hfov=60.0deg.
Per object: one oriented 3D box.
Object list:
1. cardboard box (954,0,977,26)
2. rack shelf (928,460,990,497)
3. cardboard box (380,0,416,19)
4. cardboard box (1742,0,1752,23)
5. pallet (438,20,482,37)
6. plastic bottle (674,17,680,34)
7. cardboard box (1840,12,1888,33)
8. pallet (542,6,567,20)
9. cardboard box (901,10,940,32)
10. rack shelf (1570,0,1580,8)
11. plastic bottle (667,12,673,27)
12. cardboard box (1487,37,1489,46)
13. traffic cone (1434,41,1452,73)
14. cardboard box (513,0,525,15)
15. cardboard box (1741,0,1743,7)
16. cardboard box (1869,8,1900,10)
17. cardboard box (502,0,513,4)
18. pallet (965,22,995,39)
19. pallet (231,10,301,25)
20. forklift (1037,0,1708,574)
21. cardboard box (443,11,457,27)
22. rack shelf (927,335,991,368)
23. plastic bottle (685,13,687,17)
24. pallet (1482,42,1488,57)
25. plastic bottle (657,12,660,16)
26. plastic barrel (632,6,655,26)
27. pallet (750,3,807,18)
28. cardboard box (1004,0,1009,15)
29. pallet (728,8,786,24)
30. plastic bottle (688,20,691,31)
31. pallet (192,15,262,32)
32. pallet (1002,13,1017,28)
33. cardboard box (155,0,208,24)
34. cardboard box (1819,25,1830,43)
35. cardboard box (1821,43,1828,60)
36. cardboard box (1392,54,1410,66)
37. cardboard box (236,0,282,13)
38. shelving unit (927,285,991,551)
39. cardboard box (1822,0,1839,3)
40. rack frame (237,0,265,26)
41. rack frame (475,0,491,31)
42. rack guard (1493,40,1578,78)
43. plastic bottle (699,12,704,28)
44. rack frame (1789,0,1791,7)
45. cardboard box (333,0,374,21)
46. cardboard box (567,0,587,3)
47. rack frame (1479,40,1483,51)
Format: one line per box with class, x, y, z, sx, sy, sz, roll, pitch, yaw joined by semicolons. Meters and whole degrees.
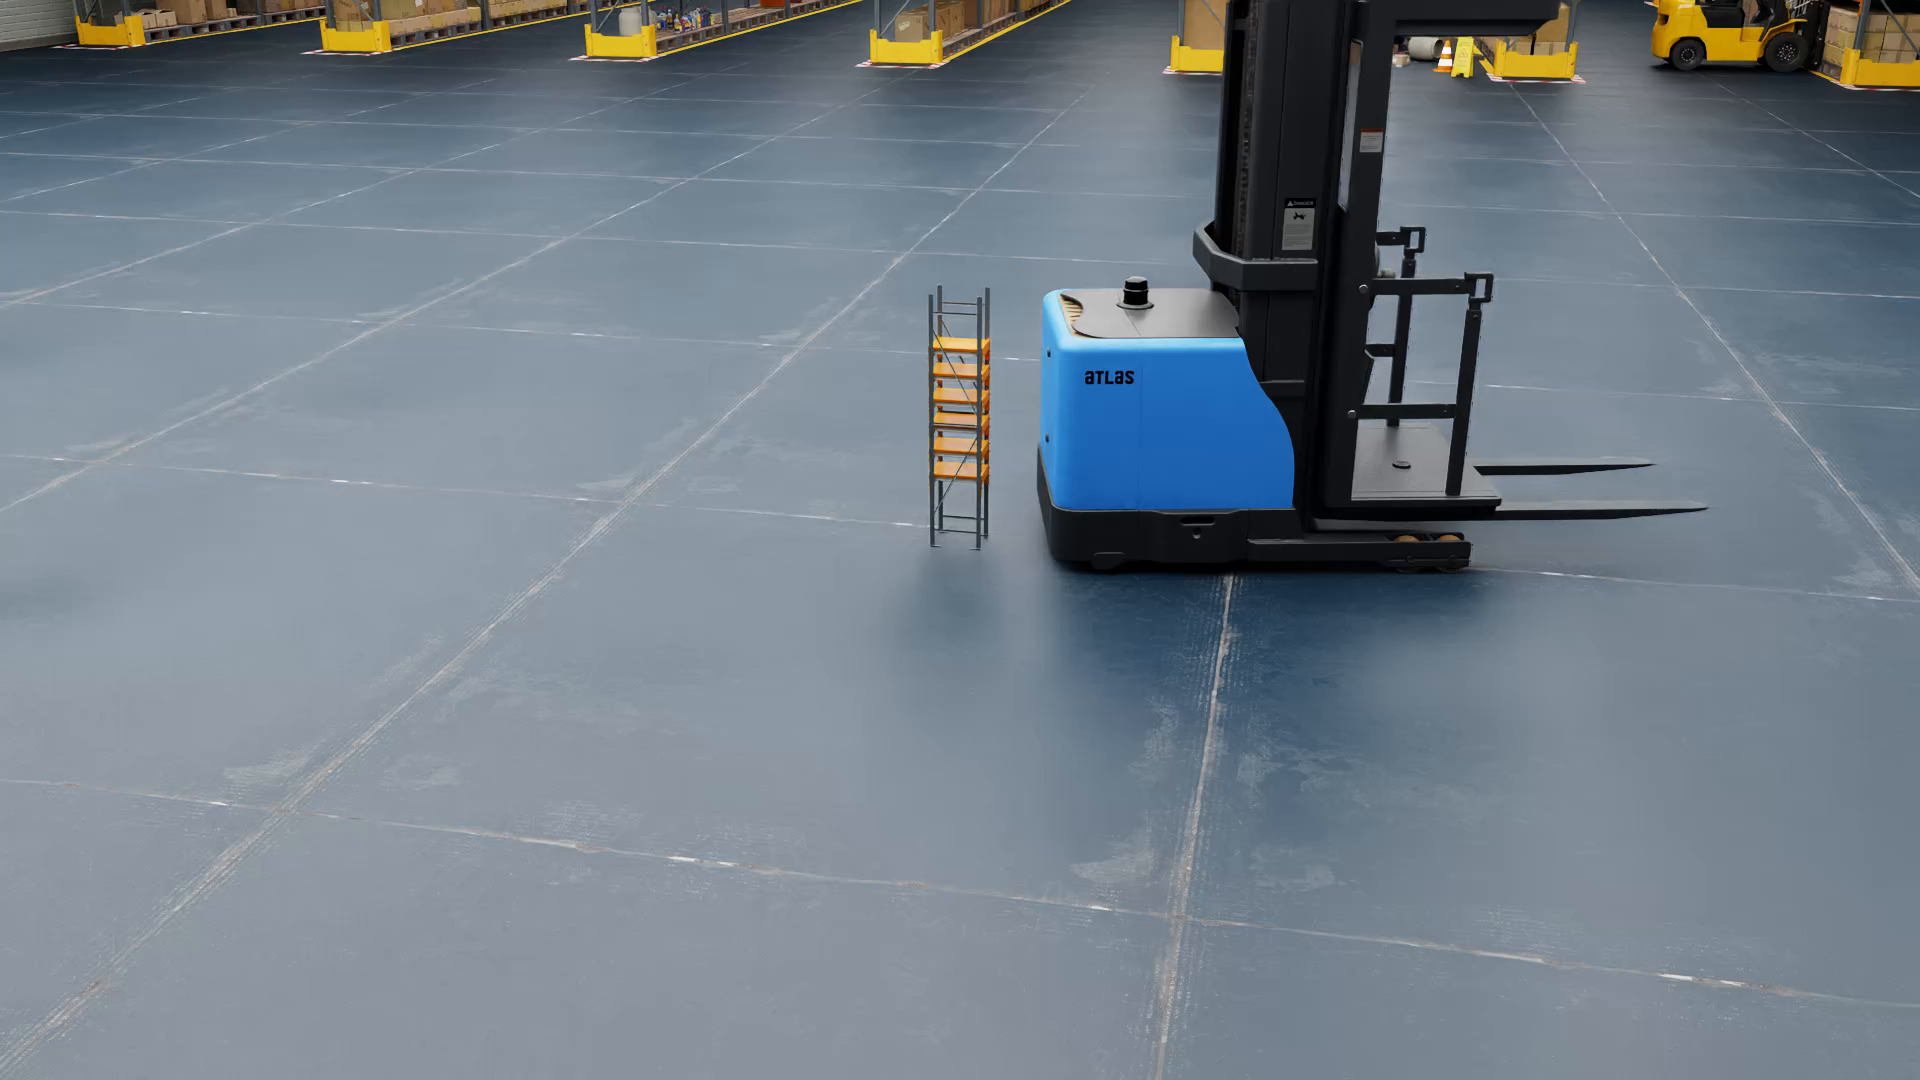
cardboard box;0.063;-9.995;31.413;0.700;0.500;0.500;3;22;7
rack shelf;-0.003;-0.287;7.723;0.258;0.103;0.180;4;22;11
cardboard box;-10.169;-9.650;29.915;0.500;0.500;0.500;4;22;11
cardboard box;15.154;-9.924;31.096;0.875;0.625;0.625;5;23;13
pallet;-9.984;-9.903;32.160;1.003;0.211;1.213;4;22;11
plastic bottle;-5.073;-9.220;29.795;0.097;0.271;0.097;0;22;0
cardboard box;13.451;-7.707;24.756;0.500;0.250;0.500;5;23;13
pallet;-9.170;-11.355;35.766;1.003;0.211;1.213;4;22;11
cardboard box;-0.667;-8.748;28.344;0.500;0.500;0.500;11;24;25
rack shelf;9.210;-8.907;26.917;1.077;0.370;4.000;4;22;11
plastic bottle;-5.414;-9.718;31.030;0.097;0.271;0.097;0;22;0
cardboard box;9.030;-8.306;27.580;0.500;0.250;0.500;4;22;10
traffic cone;7.627;-7.588;26.075;0.336;0.463;0.334;4;22;11
cardboard box;-9.247;-10.908;34.042;0.500;0.250;0.500;4;22;9
cardboard box;15.170;-10.264;32.108;0.500;0.500;0.500;5;22;12
cardboard box;14.156;-8.042;25.586;0.500;0.250;0.500;4;22;11
cardboard box;-9.345;-10.978;33.465;0.500;0.311;0.500;4;22;10
pallet;0.074;-9.719;31.703;1.003;0.211;1.213;4;22;11
pallet;-14.473;-10.852;34.515;1.003;0.211;1.213;4;22;11
forklift;1.910;-1.408;7.426;3.031;2.935;1.130;-1;22;-2
cardboard box;-9.860;-9.851;31.417;0.500;0.250;0.500;4;22;11
rack shelf;-0.003;-0.844;7.498;0.258;0.103;0.180;4;22;11
plastic bottle;-5.028;-9.552;30.603;0.061;0.283;0.133;4;22;11
pallet;9.516;-8.430;28.503;1.003;0.211;1.213;4;22;11
plastic bottle;-5.616;-9.659;30.869;0.061;0.283;0.133;5;23;13
plastic barrel;-5.586;-9.113;29.233;0.421;0.512;0.421;0;22;0
pallet;-3.996;-11.566;36.289;1.003;0.211;1.213;4;22;11
cardboard box;0.616;-10.988;33.879;0.700;0.500;0.500;3;22;8
pallet;-4.312;-10.994;34.869;1.003;0.211;1.213;4;22;11
plastic bottle;-4.962;-9.386;30.300;0.097;0.201;0.097;0;22;0
pallet;-14.733;-10.318;33.192;1.003;0.211;1.213;4;22;11
pallet;0.572;-10.611;33.918;1.003;0.211;1.213;4;22;11
cardboard box;-14.902;-10.161;31.825;0.700;0.500;0.500;3;22;8
cardboard box;13.653;-7.858;25.799;0.500;0.250;0.500;4;22;10
cardboard box;13.670;-7.611;25.854;0.500;0.250;0.500;5;22;11
cardboard box;7.092;-7.820;27.071;0.380;0.149;0.250;18;28;38
cardboard box;-14.497;-11.175;34.343;0.700;0.500;0.500;5;23;13
shelving unit;-0.003;-0.551;7.616;0.258;1.200;0.189;4;22;11
cardboard box;13.958;-8.639;27.069;0.500;0.250;0.500;4;22;11
rack frame;-14.630;-11.860;33.287;1.000;3.000;0.127;4;22;11
rack frame;-9.780;-11.484;32.353;1.000;3.000;0.127;4;22;11
rack guard;8.818;-7.377;25.502;1.175;0.500;0.348;4;22;11
plastic bottle;-4.813;-9.659;30.868;0.061;0.283;0.133;6;23;14
rack frame;14.478;-9.595;27.663;1.000;3.000;0.127;4;22;11
cardboard box;-10.778;-9.507;29.559;0.500;0.500;0.500;4;22;11
cardboard box;-8.591;-12.136;36.729;0.500;0.500;0.500;5;23;13
rack frame;9.618;-9.972;28.599;1.000;3.000;0.127;4;22;11
